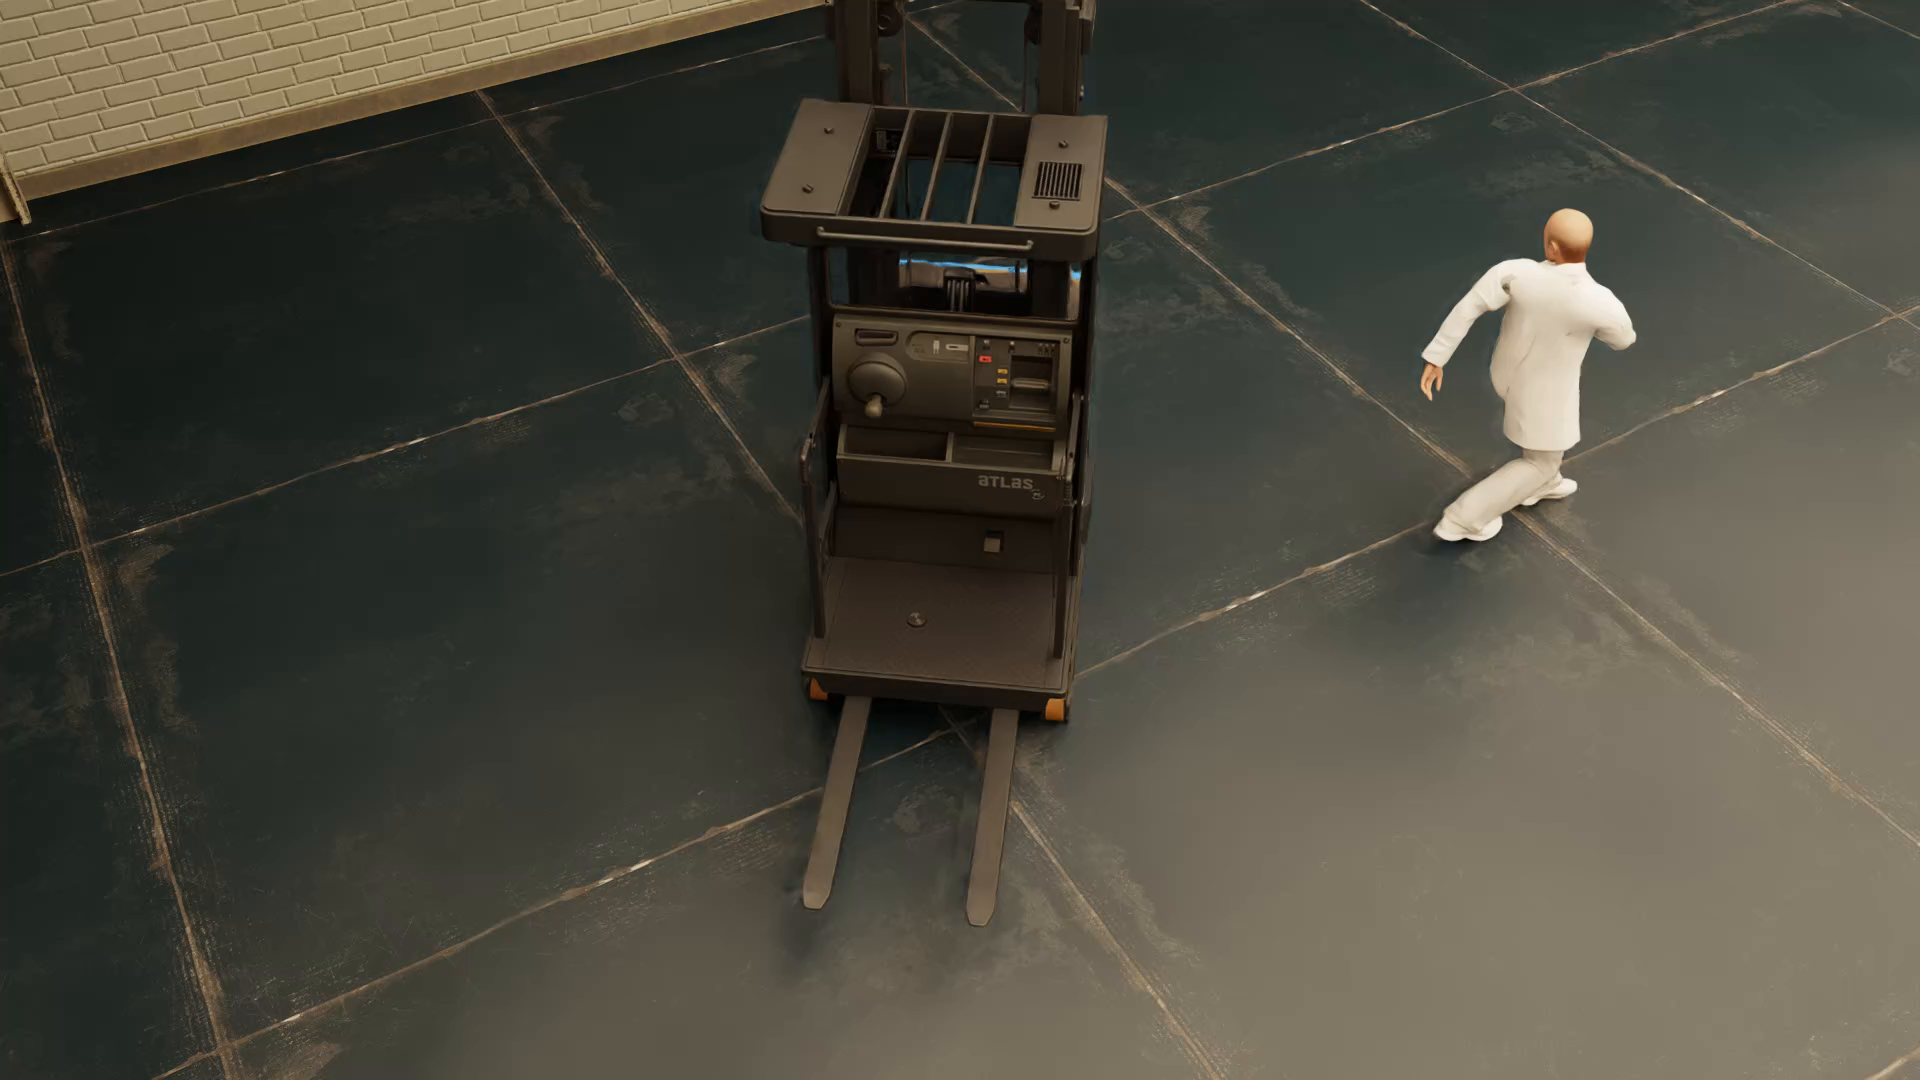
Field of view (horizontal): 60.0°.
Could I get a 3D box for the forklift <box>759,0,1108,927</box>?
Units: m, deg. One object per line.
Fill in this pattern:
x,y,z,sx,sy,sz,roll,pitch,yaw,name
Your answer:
-0.058,-0.562,6.303,1.130,2.935,3.031,5,43,5,forklift

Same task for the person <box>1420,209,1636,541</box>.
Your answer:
2.567,-0.740,7.438,0.973,1.694,0.619,-24,48,-23,person
